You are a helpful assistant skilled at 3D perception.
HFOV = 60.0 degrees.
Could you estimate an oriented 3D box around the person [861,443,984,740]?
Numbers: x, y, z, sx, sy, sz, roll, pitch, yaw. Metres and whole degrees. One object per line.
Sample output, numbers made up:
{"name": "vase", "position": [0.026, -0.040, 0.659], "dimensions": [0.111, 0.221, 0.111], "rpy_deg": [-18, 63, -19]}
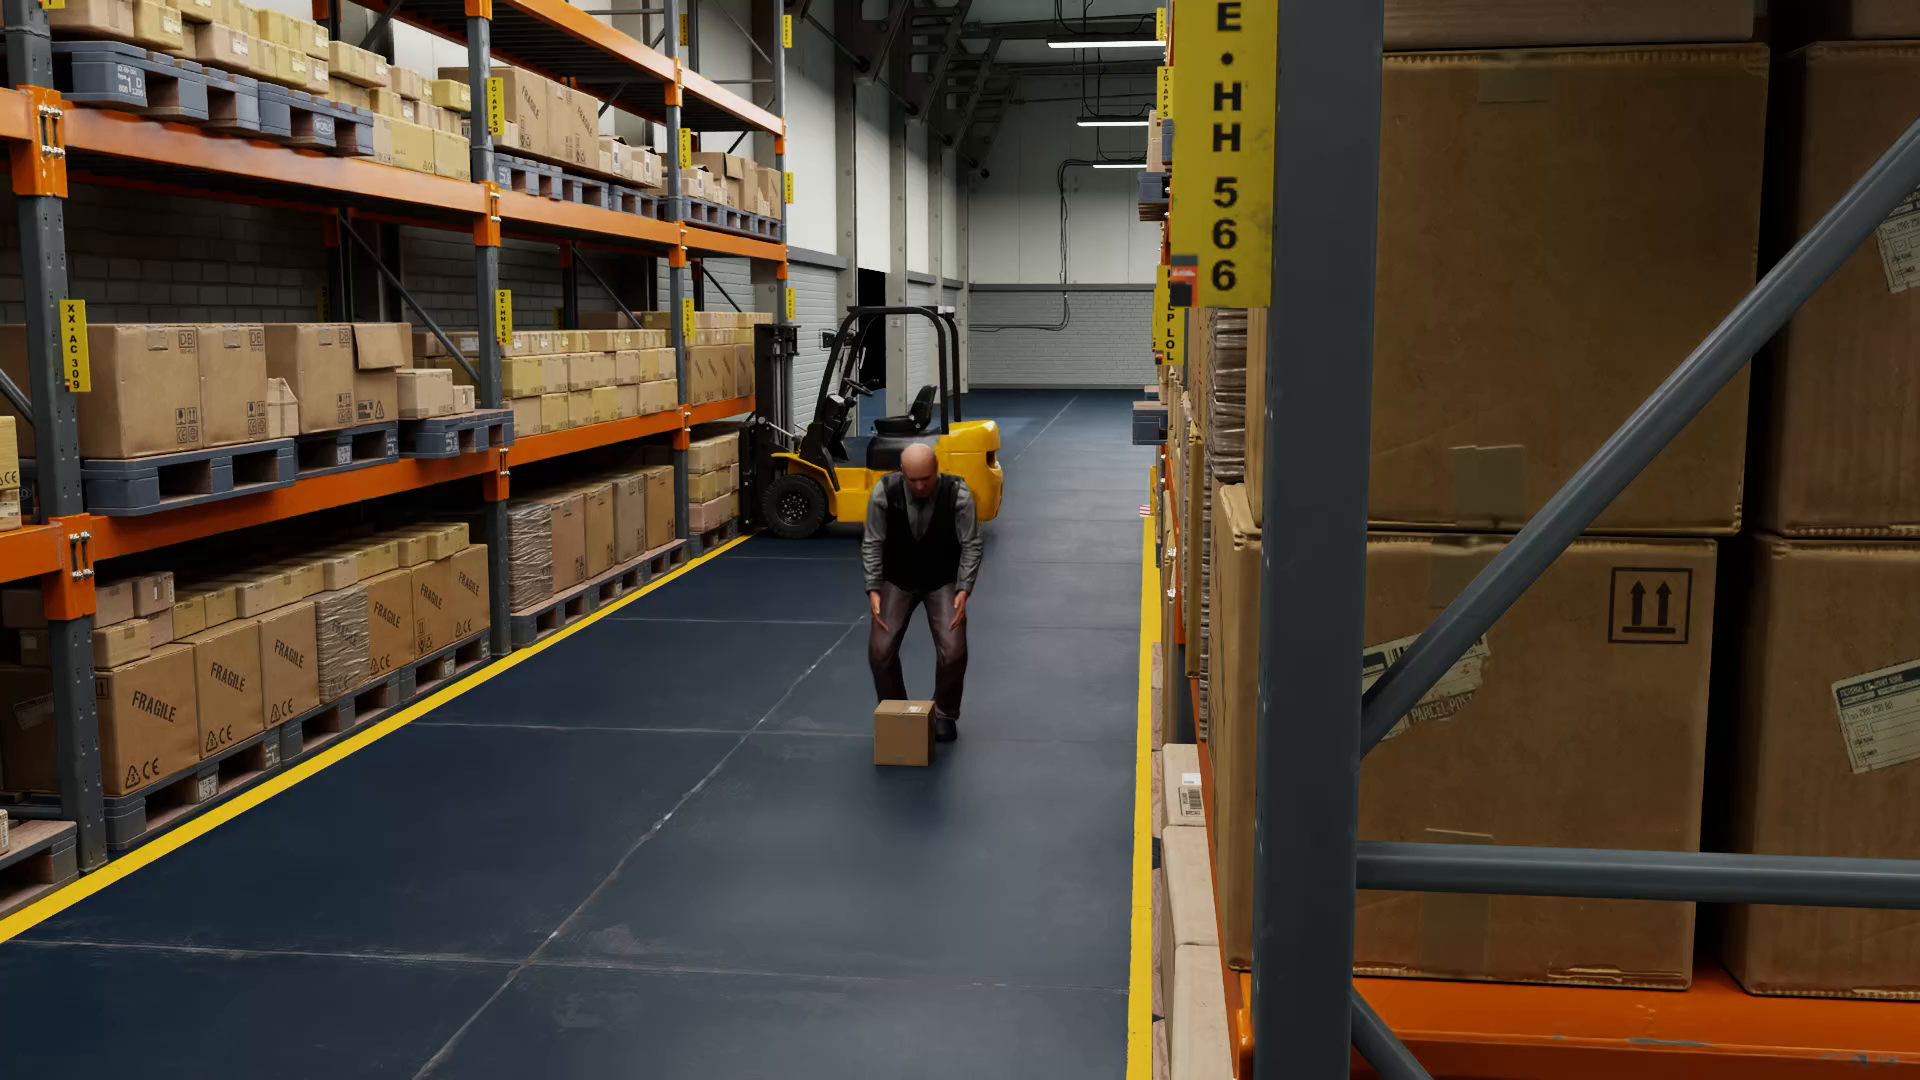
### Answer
{"name": "person", "position": [-0.172, 0.245, 8.075], "dimensions": [0.590, 1.455, 0.670], "rpy_deg": [1, 8, 7]}
